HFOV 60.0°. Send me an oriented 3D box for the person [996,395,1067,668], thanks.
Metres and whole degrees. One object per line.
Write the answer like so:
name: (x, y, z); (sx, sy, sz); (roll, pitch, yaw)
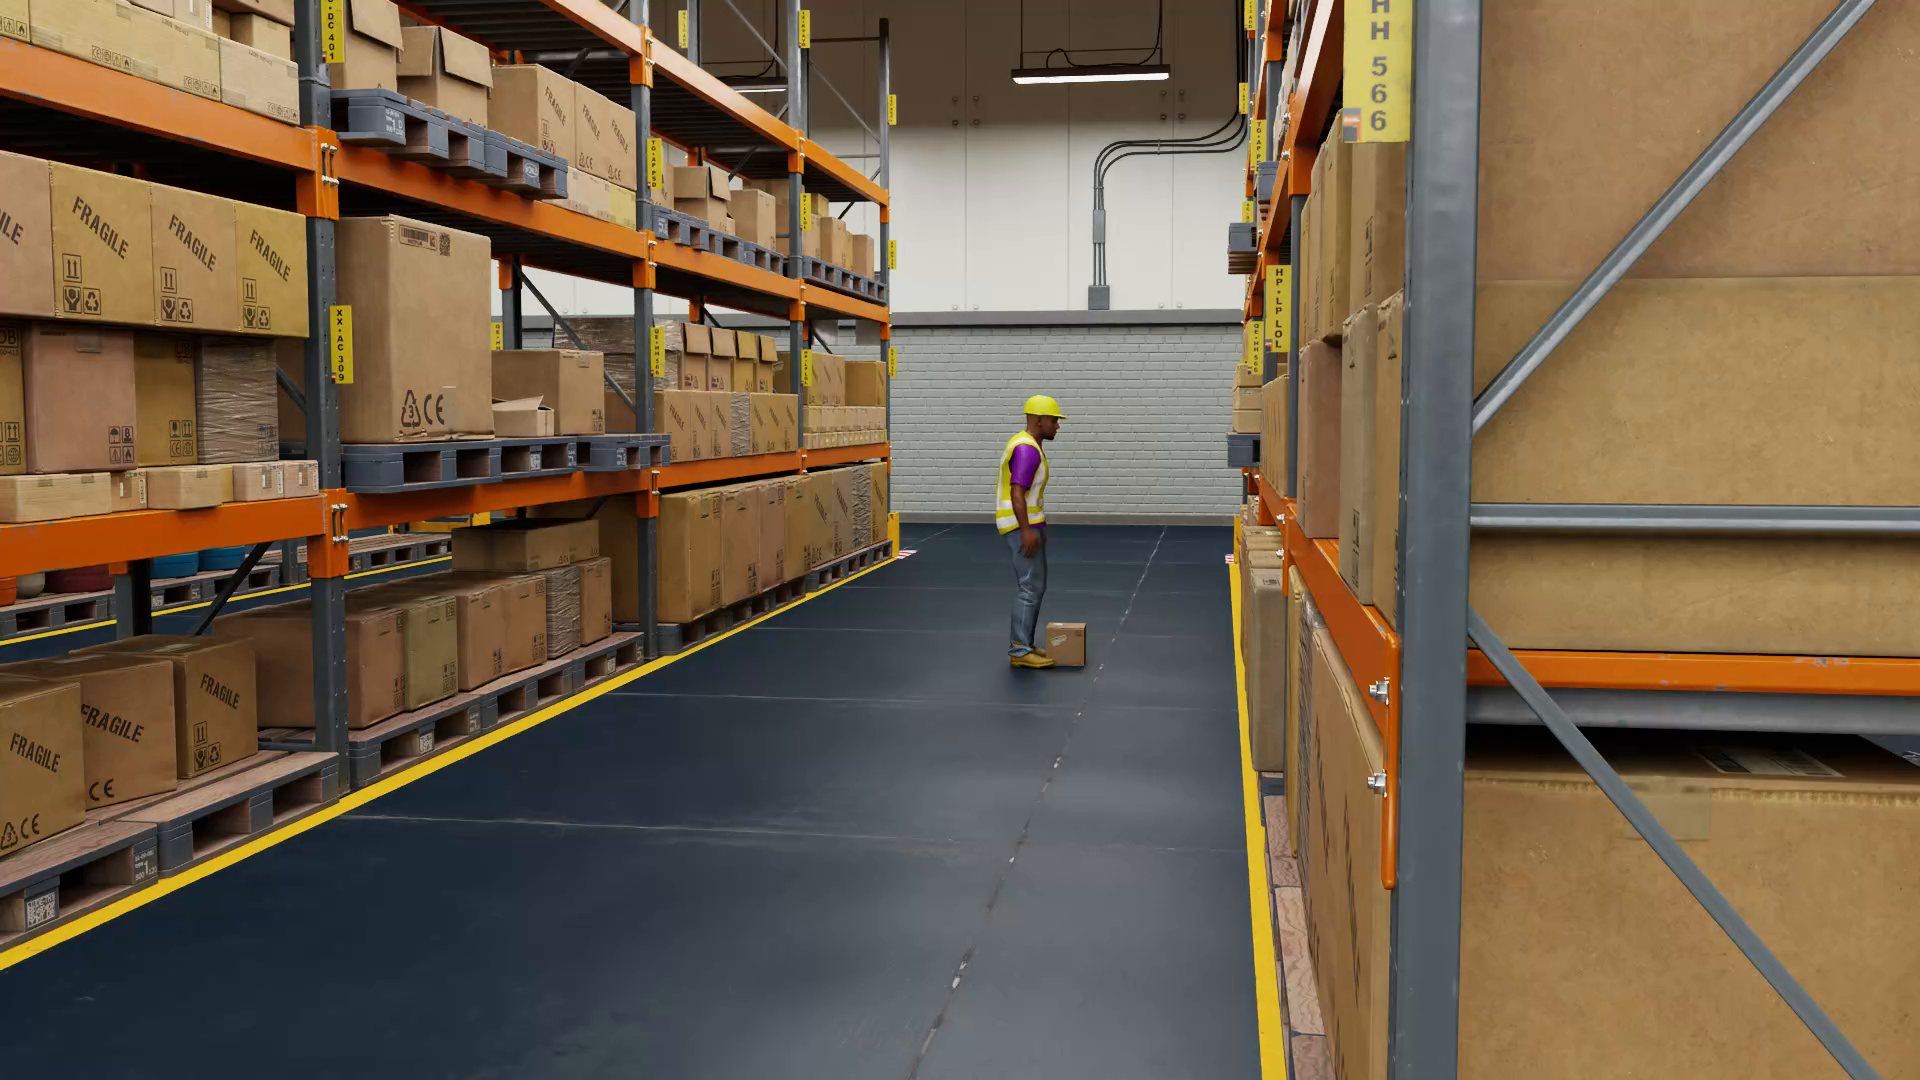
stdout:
person: (0.466, -0.067, 10.898); (0.461, 1.760, 0.625); (1, 4, 8)
